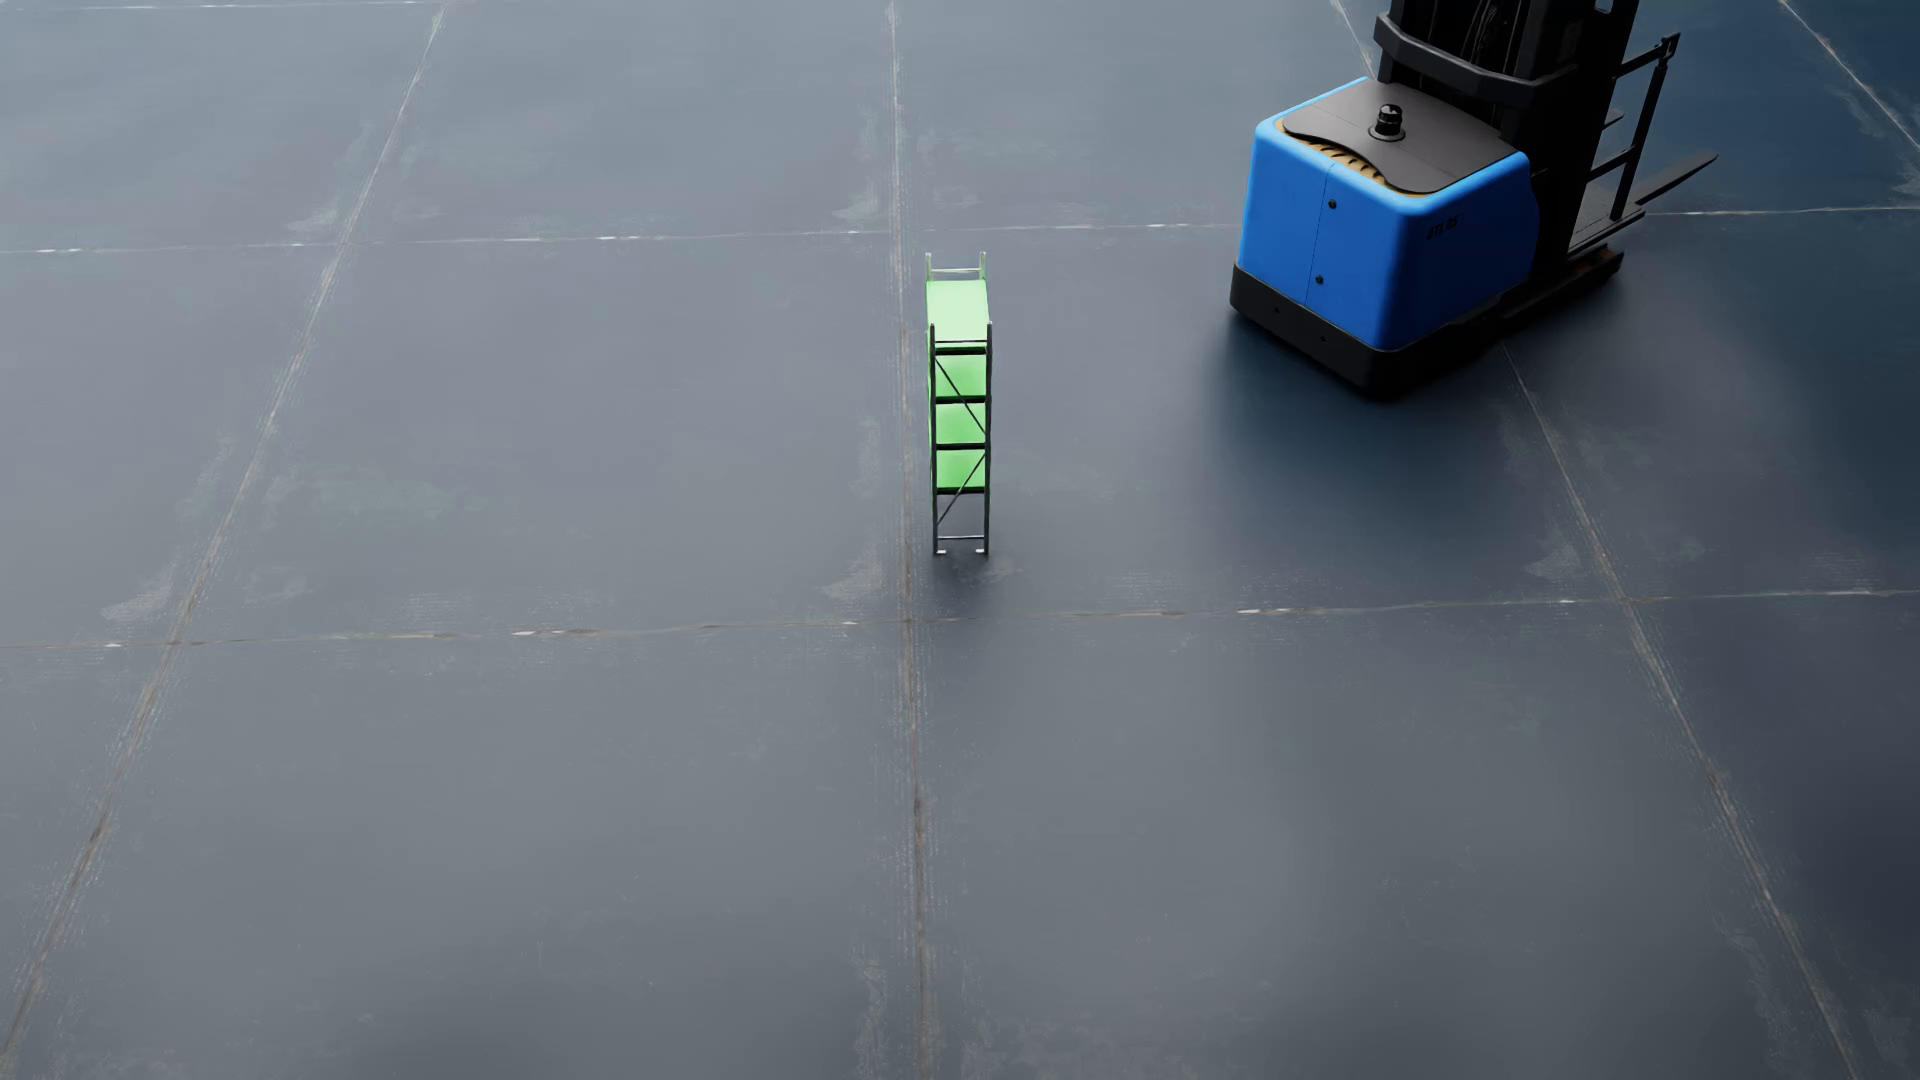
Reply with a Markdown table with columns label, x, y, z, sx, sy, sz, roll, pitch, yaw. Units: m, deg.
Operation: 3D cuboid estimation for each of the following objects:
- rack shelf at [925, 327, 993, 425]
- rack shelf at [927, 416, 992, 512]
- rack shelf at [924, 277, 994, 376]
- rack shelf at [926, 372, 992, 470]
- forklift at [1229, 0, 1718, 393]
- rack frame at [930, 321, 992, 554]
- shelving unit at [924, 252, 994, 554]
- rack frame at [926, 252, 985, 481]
| label | x | y | z | sx | sy | sz | roll | pitch | yaw |
| --- | --- | --- | --- | --- | --- | --- | --- | --- | --- |
| rack shelf | -0.007 | -0.684 | 6.848 | 0.258 | 0.148 | 0.480 | -2 | 43 | -2 |
| rack shelf | -0.007 | -0.330 | 7.172 | 0.258 | 0.148 | 0.480 | -2 | 43 | -2 |
| rack shelf | -0.007 | -0.861 | 6.685 | 0.258 | 0.148 | 0.480 | -2 | 43 | -2 |
| rack shelf | -0.007 | -0.507 | 7.010 | 0.258 | 0.148 | 0.480 | -2 | 43 | -2 |
| forklift | 2.839 | -2.610 | 7.928 | 3.031 | 2.935 | 1.130 | -28 | 50 | -27 |
| rack frame | 0.003 | -0.389 | 6.787 | 0.240 | 1.200 | 0.015 | -2 | 43 | -2 |
| shelving unit | -0.007 | -0.554 | 6.966 | 0.258 | 1.200 | 0.503 | -2 | 43 | -2 |
| rack frame | -0.017 | -0.719 | 7.146 | 0.240 | 1.200 | 0.015 | -2 | 43 | -2 |
